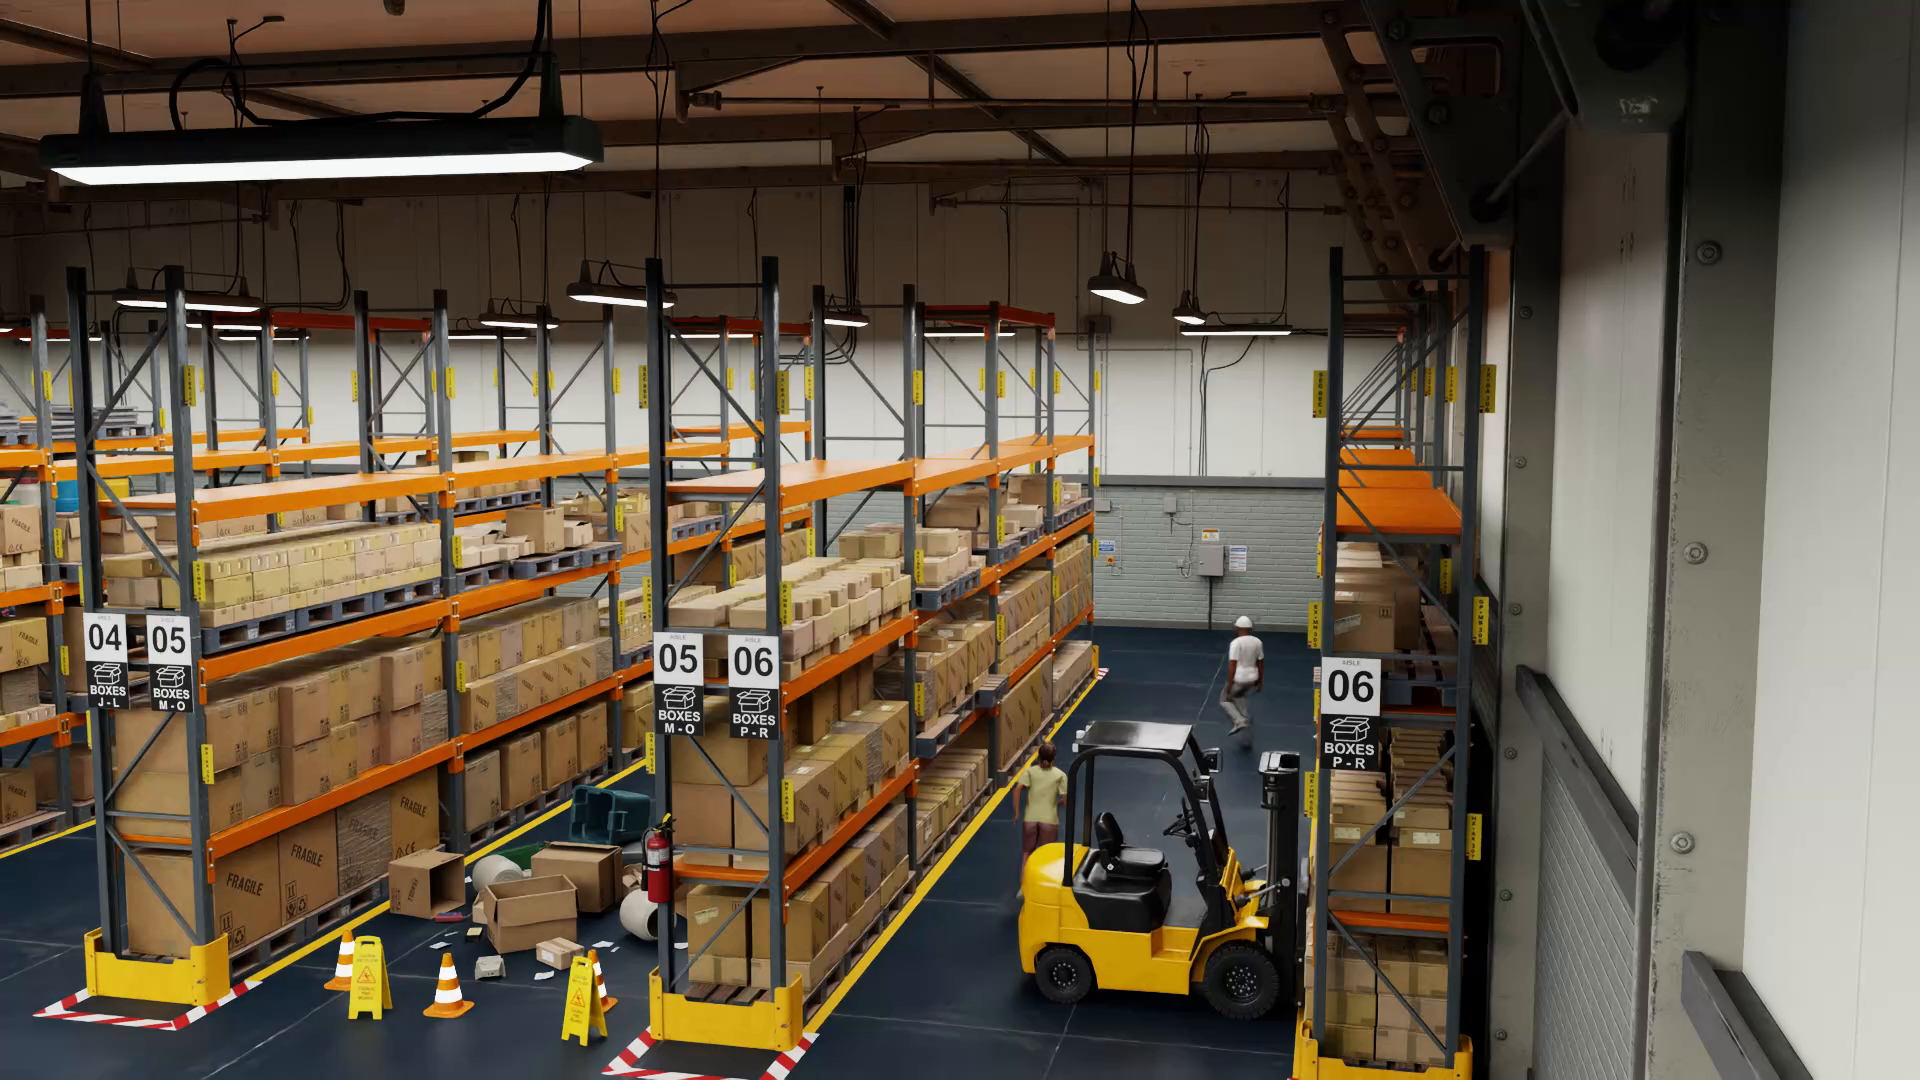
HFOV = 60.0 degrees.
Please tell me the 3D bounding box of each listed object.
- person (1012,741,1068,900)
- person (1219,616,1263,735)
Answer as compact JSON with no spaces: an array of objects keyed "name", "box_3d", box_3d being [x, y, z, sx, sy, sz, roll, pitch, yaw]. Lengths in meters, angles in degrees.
[{"name":"person","box_3d":[0.800,2.758,16.211,0.558,1.566,0.715,2,6,15]},{"name":"person","box_3d":[3.892,1.860,22.936,0.616,1.627,0.594,-3,7,-28]}]
